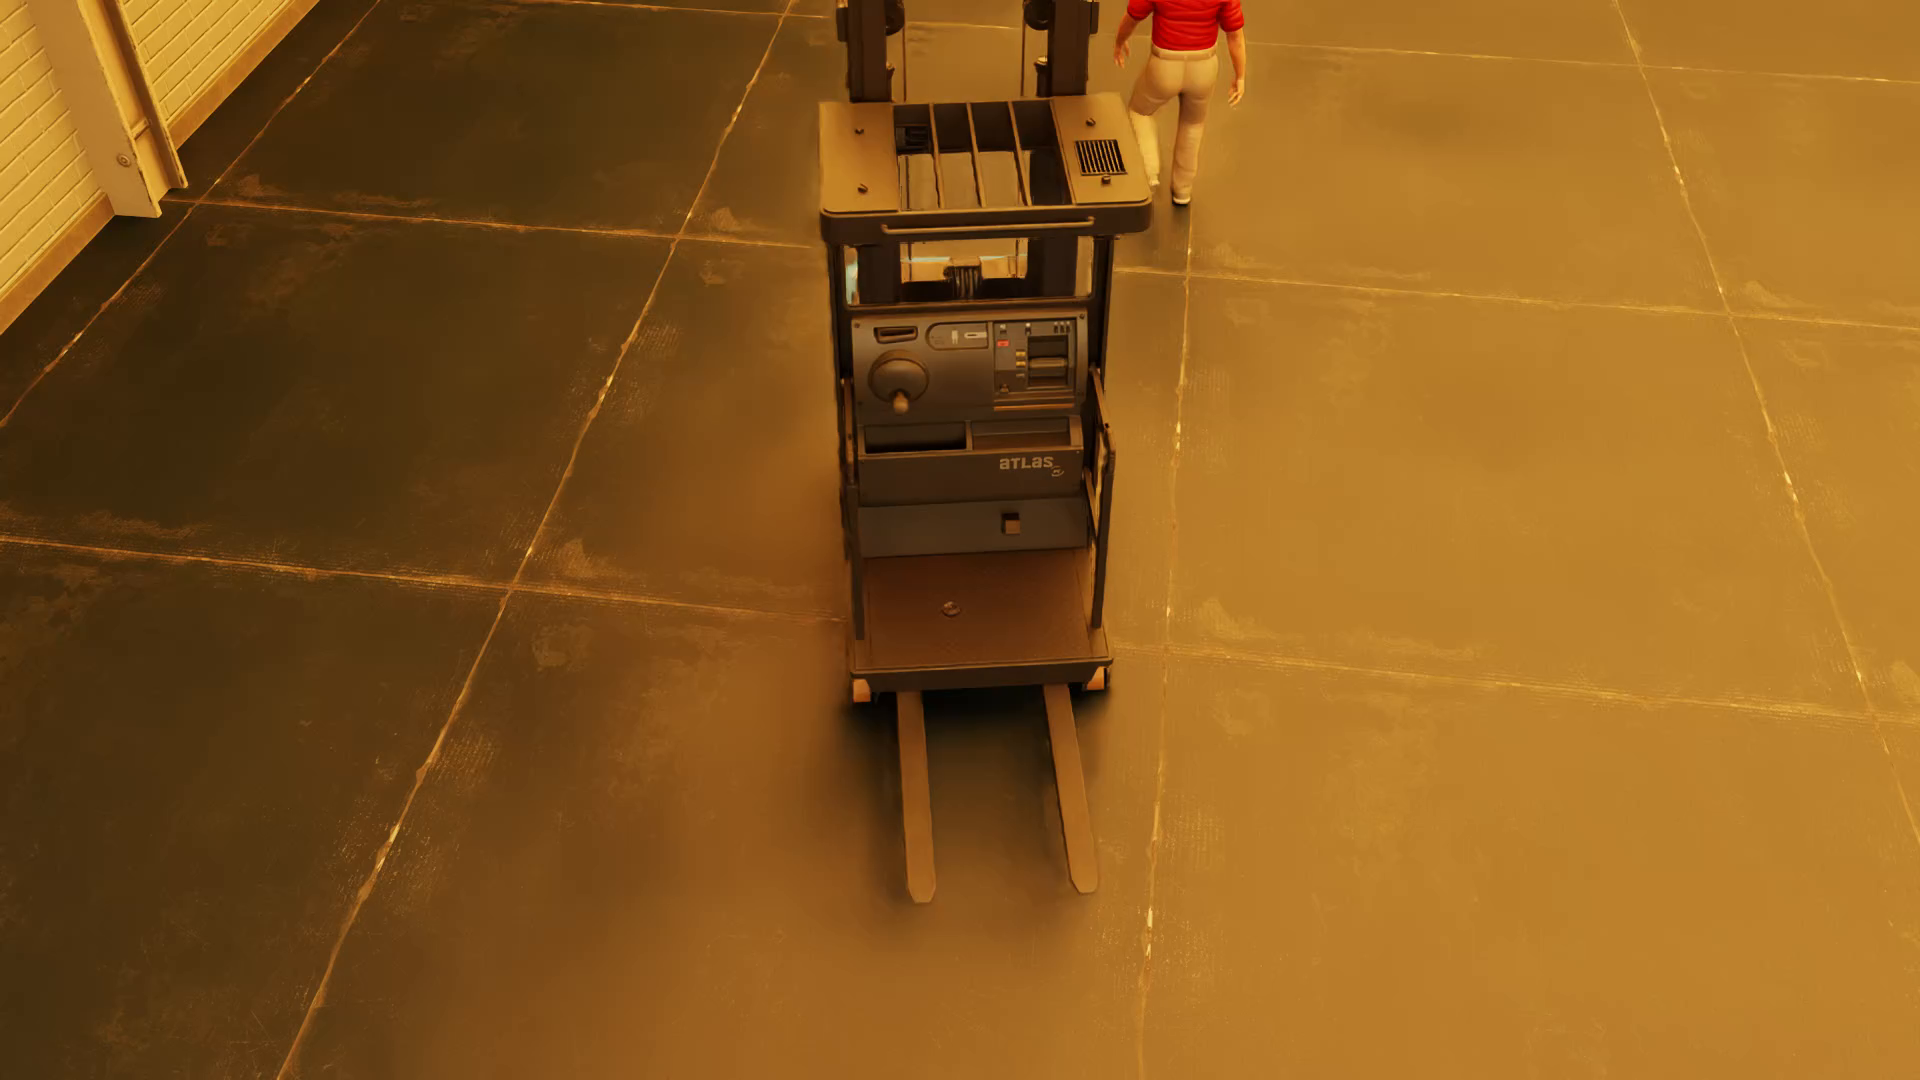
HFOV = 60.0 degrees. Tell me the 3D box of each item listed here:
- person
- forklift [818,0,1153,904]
[{"bbox_3d":[1.261,-2.707,9.577,0.735,1.708,0.507,1,43,1],"label":"person"},{"bbox_3d":[0.058,-0.619,6.398,1.130,2.935,3.031,-3,43,-3],"label":"forklift"}]
